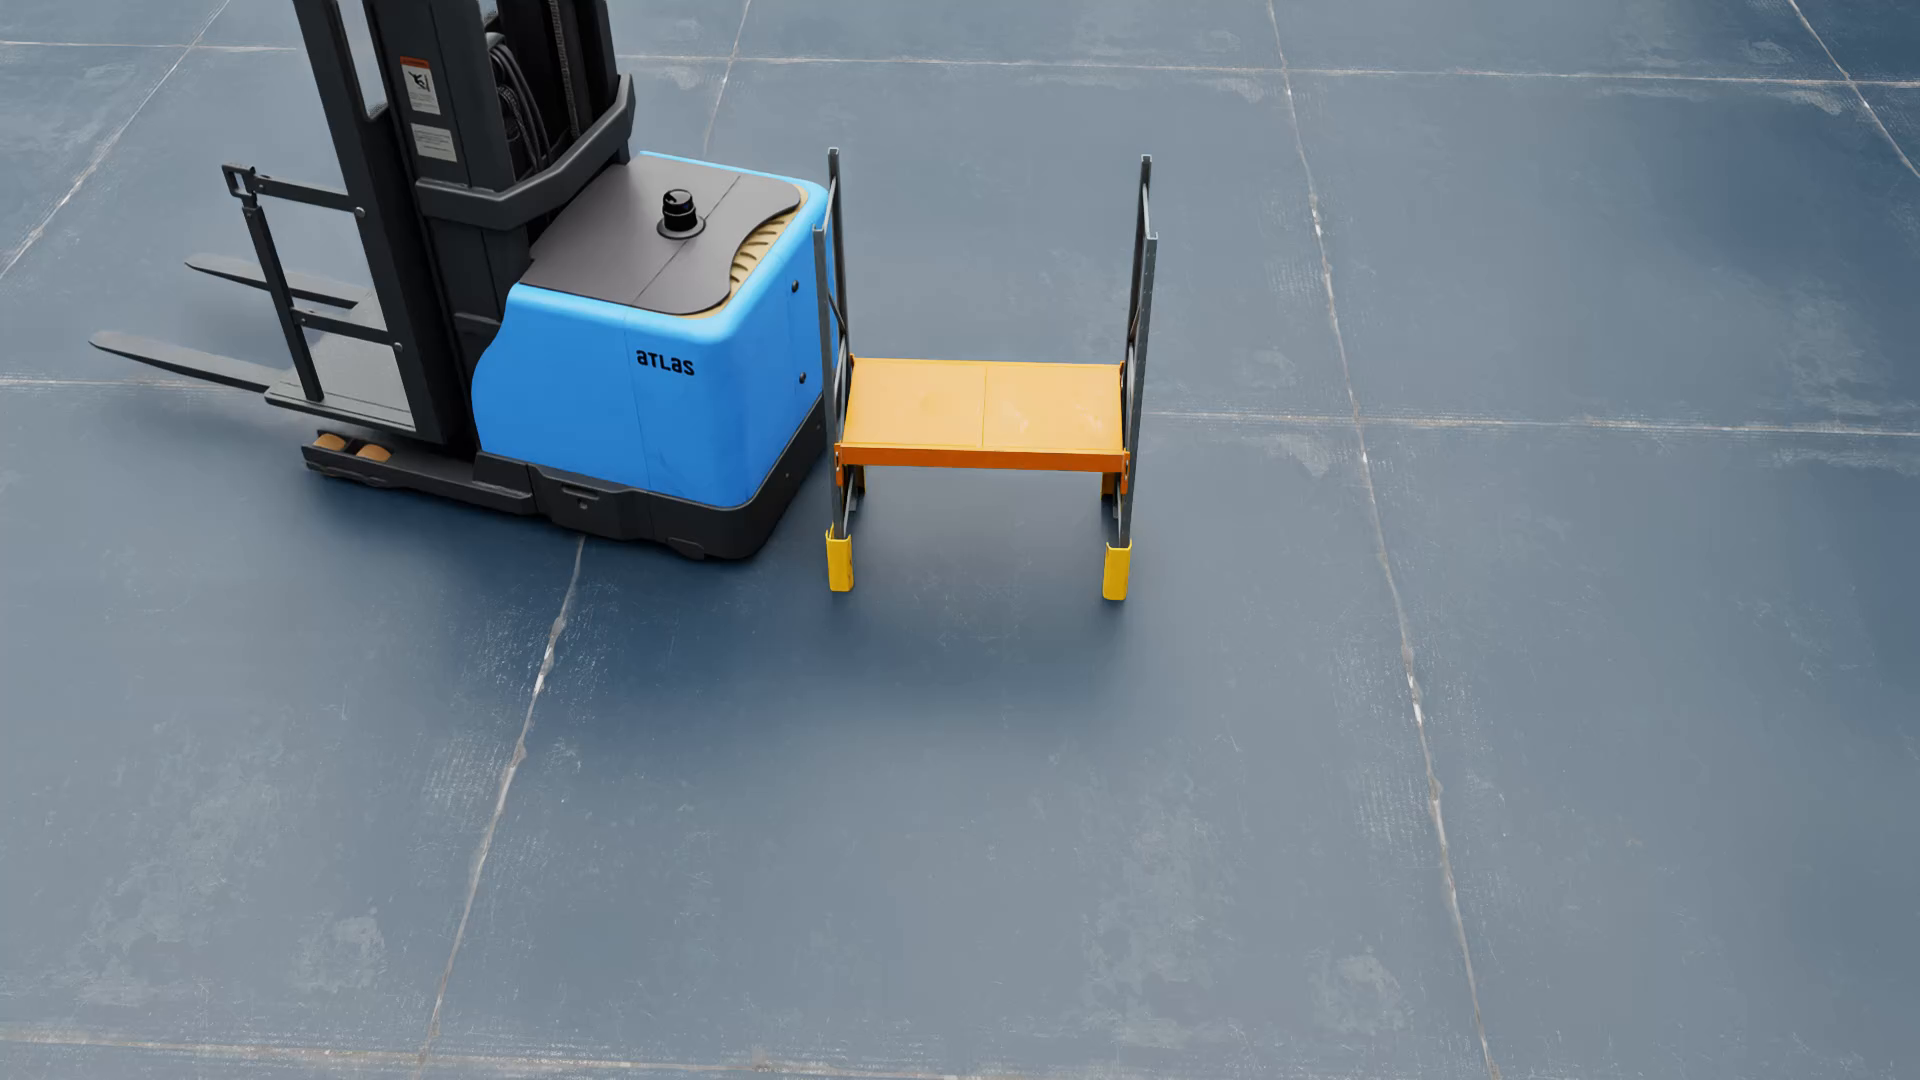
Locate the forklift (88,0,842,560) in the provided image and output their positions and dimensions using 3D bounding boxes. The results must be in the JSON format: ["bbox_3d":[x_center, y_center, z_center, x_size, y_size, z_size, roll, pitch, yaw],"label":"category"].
[{"bbox_3d":[-2.028,-1.604,5.821,3.031,2.935,1.130,13,45,14],"label":"forklift"}]

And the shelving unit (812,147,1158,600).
[{"bbox_3d":[0.076,-0.546,5.736,1.083,1.500,0.587,2,43,2],"label":"shelving unit"}]

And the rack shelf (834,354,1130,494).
[{"bbox_3d":[0.085,-0.415,5.859,1.000,0.185,0.538,2,43,2],"label":"rack shelf"}]

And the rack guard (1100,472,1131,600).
[{"bbox_3d":[0.574,-0.074,6.146,0.087,0.250,0.587,2,43,2],"label":"rack guard"}]

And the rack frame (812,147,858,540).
[{"bbox_3d":[-0.423,-0.562,5.753,0.032,1.500,0.500,2,43,2],"label":"rack frame"}]

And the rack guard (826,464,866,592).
[{"bbox_3d":[-0.421,-0.104,6.179,0.087,0.250,0.587,2,43,2],"label":"rack guard"}]

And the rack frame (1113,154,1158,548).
[{"bbox_3d":[0.593,-0.531,5.719,0.032,1.500,0.500,2,43,2],"label":"rack frame"}]
